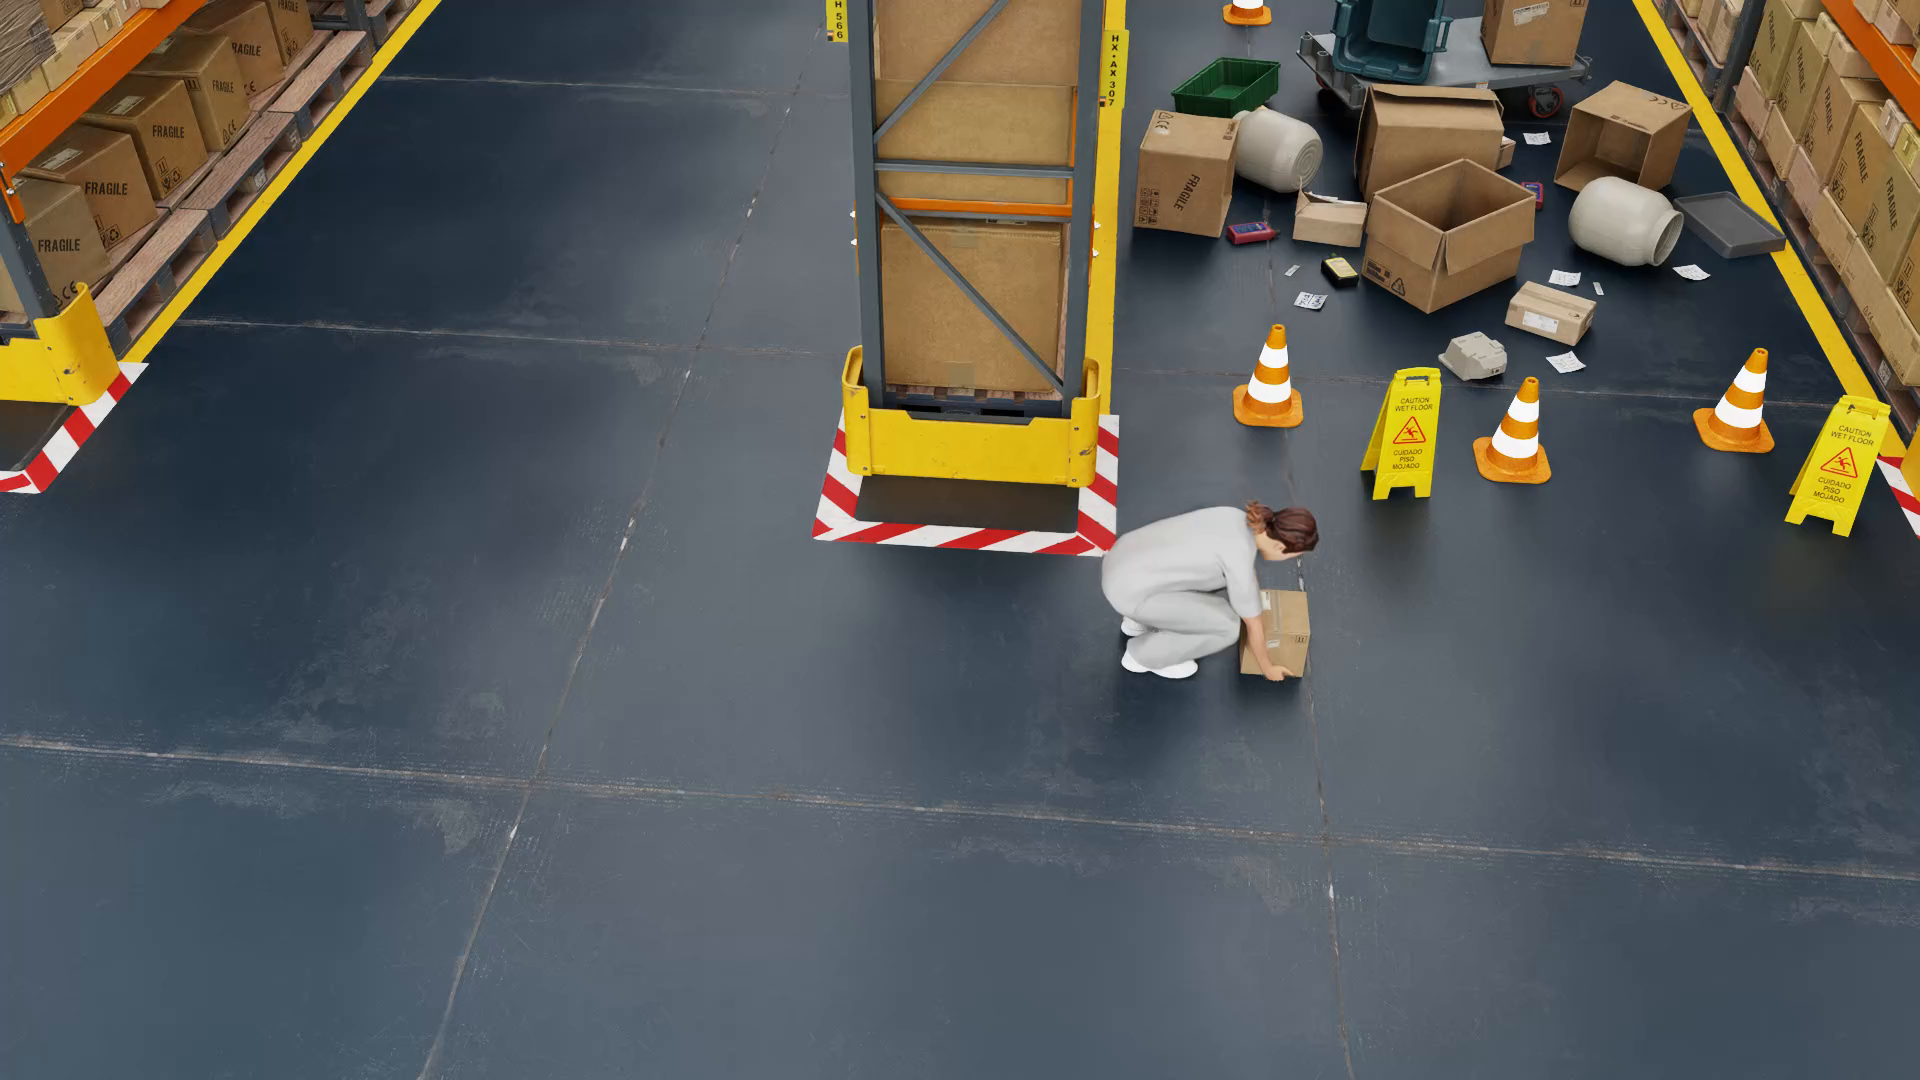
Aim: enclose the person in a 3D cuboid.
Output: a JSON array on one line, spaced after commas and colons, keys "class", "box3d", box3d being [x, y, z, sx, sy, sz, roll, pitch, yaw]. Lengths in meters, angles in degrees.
[{"class": "person", "box3d": [0.985, 0.196, 6.695, 0.837, 0.817, 0.469, 3, 40, 3]}]
